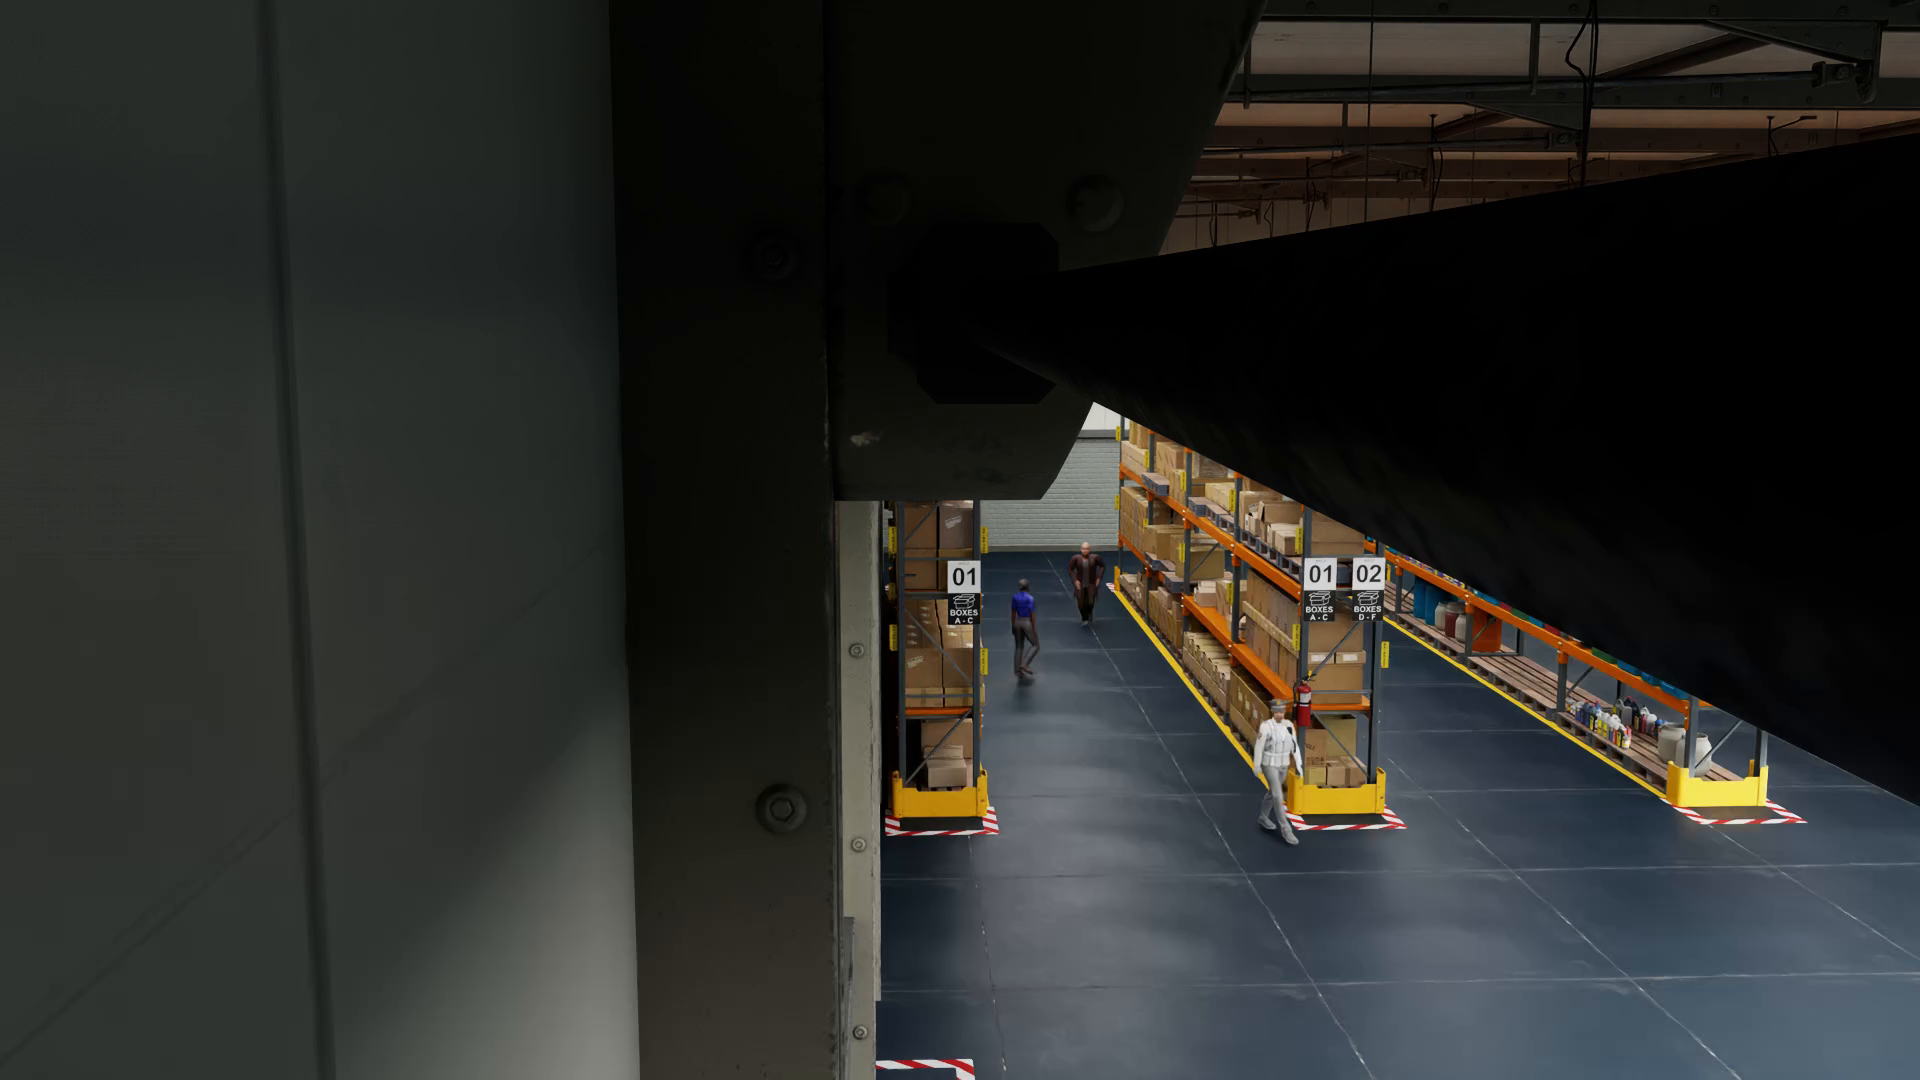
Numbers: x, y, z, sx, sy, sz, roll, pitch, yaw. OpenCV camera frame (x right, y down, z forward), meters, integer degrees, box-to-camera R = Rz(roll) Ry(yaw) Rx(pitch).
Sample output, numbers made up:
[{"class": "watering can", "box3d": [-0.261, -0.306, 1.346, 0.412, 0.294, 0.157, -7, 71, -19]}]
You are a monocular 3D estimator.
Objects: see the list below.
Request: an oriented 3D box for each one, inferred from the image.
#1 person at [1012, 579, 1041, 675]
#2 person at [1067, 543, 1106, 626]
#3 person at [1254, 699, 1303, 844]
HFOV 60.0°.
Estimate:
[{"class": "person", "box3d": [1.068, 1.475, 28.045, 0.475, 1.659, 0.442, 6, 10, 36]}, {"class": "person", "box3d": [2.454, 0.861, 32.331, 0.745, 1.685, 0.654, 1, 8, 6]}, {"class": "person", "box3d": [3.798, 2.682, 19.649, 0.506, 1.644, 0.857, -4, 9, -26]}]
